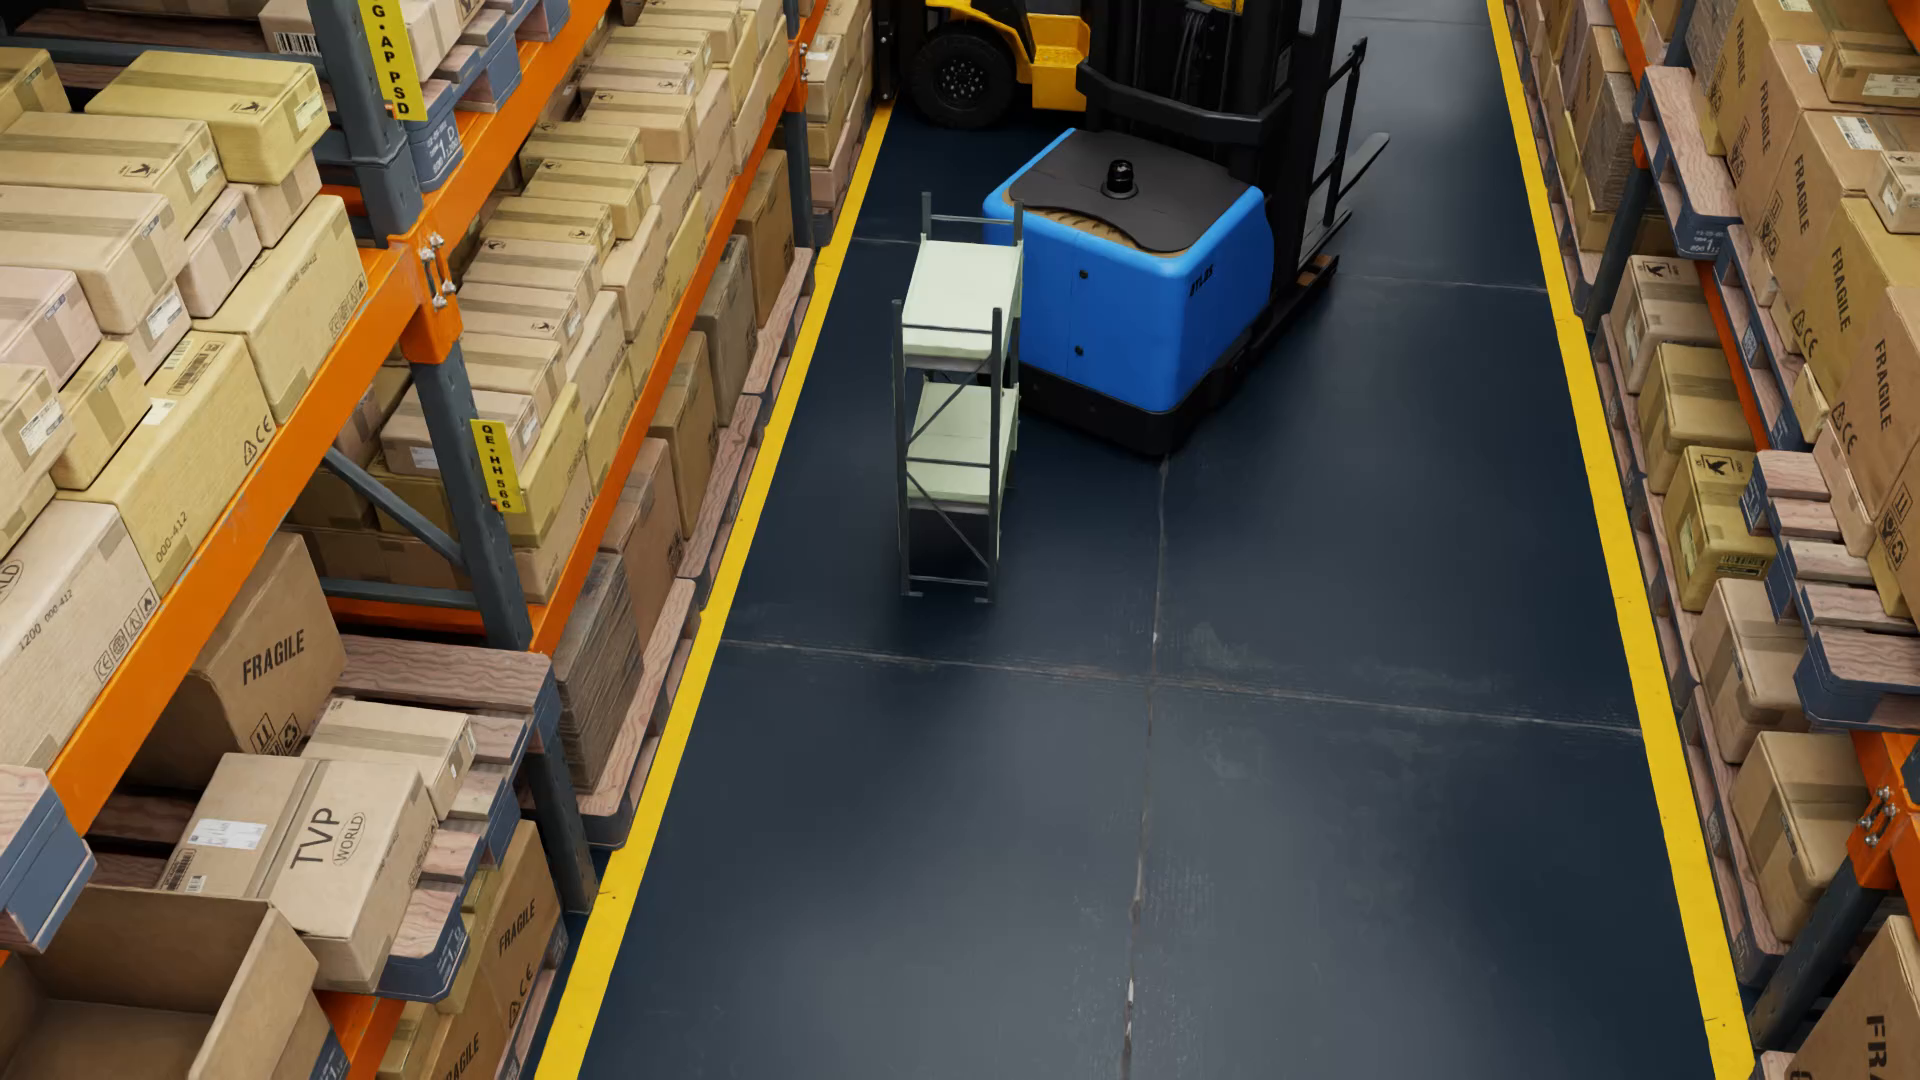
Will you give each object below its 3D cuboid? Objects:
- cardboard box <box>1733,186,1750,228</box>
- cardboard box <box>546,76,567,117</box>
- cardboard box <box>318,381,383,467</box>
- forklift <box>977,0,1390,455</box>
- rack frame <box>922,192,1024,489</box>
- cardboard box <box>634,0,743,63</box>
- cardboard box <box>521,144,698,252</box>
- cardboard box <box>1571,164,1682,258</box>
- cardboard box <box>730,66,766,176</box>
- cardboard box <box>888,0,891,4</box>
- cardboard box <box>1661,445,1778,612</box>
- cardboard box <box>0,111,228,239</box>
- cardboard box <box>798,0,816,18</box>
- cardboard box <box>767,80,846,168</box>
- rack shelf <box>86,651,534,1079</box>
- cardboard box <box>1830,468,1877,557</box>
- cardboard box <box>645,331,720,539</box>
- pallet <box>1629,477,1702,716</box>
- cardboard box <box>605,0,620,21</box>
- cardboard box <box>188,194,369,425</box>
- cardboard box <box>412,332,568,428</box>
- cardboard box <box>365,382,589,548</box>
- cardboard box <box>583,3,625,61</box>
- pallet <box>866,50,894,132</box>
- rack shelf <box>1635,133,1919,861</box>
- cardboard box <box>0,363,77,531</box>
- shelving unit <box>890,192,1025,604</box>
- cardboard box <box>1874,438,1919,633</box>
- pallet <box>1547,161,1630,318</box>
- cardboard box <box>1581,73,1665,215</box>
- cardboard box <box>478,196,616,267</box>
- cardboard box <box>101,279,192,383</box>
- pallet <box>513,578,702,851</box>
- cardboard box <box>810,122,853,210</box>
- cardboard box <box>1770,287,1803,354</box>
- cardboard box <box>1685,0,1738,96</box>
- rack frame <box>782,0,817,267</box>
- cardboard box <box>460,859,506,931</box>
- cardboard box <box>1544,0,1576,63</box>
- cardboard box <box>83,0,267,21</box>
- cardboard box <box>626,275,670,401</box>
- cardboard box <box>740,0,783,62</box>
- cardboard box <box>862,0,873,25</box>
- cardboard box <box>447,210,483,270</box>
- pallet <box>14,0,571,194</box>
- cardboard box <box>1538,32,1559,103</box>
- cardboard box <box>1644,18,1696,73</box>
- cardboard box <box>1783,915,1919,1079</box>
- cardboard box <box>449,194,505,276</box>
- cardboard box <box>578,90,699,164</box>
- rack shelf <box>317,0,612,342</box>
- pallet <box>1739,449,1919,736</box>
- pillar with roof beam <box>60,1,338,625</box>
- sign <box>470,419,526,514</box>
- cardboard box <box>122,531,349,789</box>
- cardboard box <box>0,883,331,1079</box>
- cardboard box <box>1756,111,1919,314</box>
[{"bbox_3d":[3.189,-1.298,6.339,0.380,0.149,0.250,6,44,6],"label":"cardboard box"},{"bbox_3d":[-1.746,-1.762,6.407,0.380,0.149,0.250,5,44,5],"label":"cardboard box"},{"bbox_3d":[-1.952,-0.360,4.926,0.380,0.149,0.250,7,44,7],"label":"cardboard box"},{"bbox_3d":[1.310,-2.440,7.717,1.130,2.935,3.031,24,49,23],"label":"forklift"},{"bbox_3d":[0.049,-0.799,7.025,0.400,1.500,0.023,5,44,6],"label":"rack frame"},{"bbox_3d":[-1.095,-2.062,6.724,0.380,0.149,0.250,4,44,4],"label":"cardboard box"},{"bbox_3d":[-1.297,-1.302,6.211,0.500,0.250,0.500,6,44,6],"label":"cardboard box"},{"bbox_3d":[3.466,-1.707,8.588,0.500,0.250,0.500,7,44,7],"label":"cardboard box"},{"bbox_3d":[-1.134,-1.809,7.111,0.500,0.250,0.500,5,44,5],"label":"cardboard box"},{"bbox_3d":[-0.686,-3.241,9.844,0.500,0.250,0.500,5,44,5],"label":"cardboard box"},{"bbox_3d":[3.406,-0.002,6.698,0.950,0.372,0.625,7,44,7],"label":"cardboard box"},{"bbox_3d":[-1.687,-0.705,3.256,0.380,0.149,0.250,4,44,4],"label":"cardboard box"},{"bbox_3d":[-0.949,-2.889,8.069,0.500,0.500,0.500,4,44,4],"label":"cardboard box"},{"bbox_3d":[-0.896,-2.211,8.757,0.500,0.250,0.500,5,44,5],"label":"cardboard box"},{"bbox_3d":[-2.059,1.776,3.738,1.077,0.370,4.000,5,44,6],"label":"rack shelf"},{"bbox_3d":[2.888,-0.071,5.042,0.380,0.149,0.250,5,44,5],"label":"cardboard box"},{"bbox_3d":[-1.531,-0.467,7.006,0.875,0.625,0.625,4,44,4],"label":"cardboard box"},{"bbox_3d":[3.394,0.251,6.853,1.003,0.211,1.213,5,44,6],"label":"pallet"},{"bbox_3d":[-1.646,-2.278,6.952,0.380,0.149,0.250,5,44,5],"label":"cardboard box"},{"bbox_3d":[-1.622,-0.511,3.558,0.500,0.250,0.500,4,44,4],"label":"cardboard box"},{"bbox_3d":[-1.427,-0.493,5.066,0.380,0.149,0.250,6,44,6],"label":"cardboard box"},{"bbox_3d":[-1.469,-0.253,5.103,0.500,0.250,0.500,5,44,5],"label":"cardboard box"},{"bbox_3d":[-1.664,-2.037,6.988,0.500,0.250,0.500,5,44,5],"label":"cardboard box"},{"bbox_3d":[-0.961,-2.934,10.217,1.003,0.211,1.213,5,44,6],"label":"pallet"},{"bbox_3d":[3.390,-0.501,6.143,1.077,0.370,4.000,5,44,6],"label":"rack shelf"},{"bbox_3d":[-1.688,-0.162,2.683,0.380,0.149,0.250,4,44,5],"label":"cardboard box"},{"bbox_3d":[0.001,-0.549,6.761,0.431,1.500,0.755,5,44,6],"label":"shelving unit"},{"bbox_3d":[2.910,-0.031,4.529,0.500,0.500,0.500,4,44,4],"label":"cardboard box"},{"bbox_3d":[3.708,-1.574,8.781,1.003,0.211,1.213,5,44,6],"label":"pallet"},{"bbox_3d":[3.467,-1.980,8.330,0.500,0.500,0.500,5,44,5],"label":"cardboard box"},{"bbox_3d":[-1.393,-1.023,5.627,0.380,0.149,0.250,6,44,6],"label":"cardboard box"},{"bbox_3d":[-1.717,-0.413,3.164,0.380,0.149,0.250,6,44,6],"label":"cardboard box"},{"bbox_3d":[-1.647,0.607,6.478,1.003,0.211,1.213,5,44,6],"label":"pallet"},{"bbox_3d":[-0.874,-2.028,8.927,0.500,0.250,0.500,6,44,6],"label":"cardboard box"},{"bbox_3d":[3.062,-0.769,5.780,0.380,0.149,0.250,4,44,4],"label":"cardboard box"},{"bbox_3d":[3.308,-2.129,6.745,0.500,0.500,0.500,6,44,7],"label":"cardboard box"},{"bbox_3d":[-1.266,-2.574,7.809,1.000,3.000,0.127,5,44,6],"label":"rack frame"},{"bbox_3d":[-1.609,1.031,5.042,0.380,0.149,0.250,3,44,3],"label":"cardboard box"},{"bbox_3d":[3.661,-3.039,9.449,0.500,0.500,0.500,6,44,6],"label":"cardboard box"},{"bbox_3d":[-1.953,-1.589,4.318,0.500,0.250,0.500,5,44,6],"label":"cardboard box"},{"bbox_3d":[-1.361,-0.768,6.011,0.500,0.250,0.500,4,44,4],"label":"cardboard box"},{"bbox_3d":[-1.078,-2.343,7.311,0.500,0.250,0.500,4,44,5],"label":"cardboard box"},{"bbox_3d":[-0.759,-3.080,9.311,0.500,0.250,0.500,7,44,7],"label":"cardboard box"},{"bbox_3d":[-1.859,-1.064,5.670,0.380,0.149,0.250,5,44,5],"label":"cardboard box"},{"bbox_3d":[-1.794,-1.339,4.461,1.213,0.211,1.003,7,44,7],"label":"pallet"},{"bbox_3d":[3.668,-2.761,9.701,0.500,0.250,0.500,8,44,8],"label":"cardboard box"},{"bbox_3d":[3.395,-2.281,7.682,0.380,0.149,0.250,5,44,5],"label":"cardboard box"},{"bbox_3d":[2.952,1.683,4.553,0.875,0.875,0.875,5,44,5],"label":"cardboard box"},{"bbox_3d":[-1.876,-0.996,5.888,0.500,0.250,0.500,5,44,5],"label":"cardboard box"},{"bbox_3d":[-1.189,-1.532,6.164,0.380,0.149,0.250,4,44,4],"label":"cardboard box"},{"bbox_3d":[-1.530,-2.039,5.586,1.077,0.370,4.000,5,44,6],"label":"rack shelf"},{"bbox_3d":[3.114,0.175,5.046,1.213,0.211,1.003,5,44,6],"label":"pallet"},{"bbox_3d":[1.751,-2.606,3.479,9.100,9.000,0.400,5,44,6],"label":"pillar with roof beam"},{"bbox_3d":[-1.256,-0.197,4.514,0.100,0.325,0.005,5,44,6],"label":"sign"},{"bbox_3d":[-2.018,0.300,4.396,0.500,0.500,0.500,7,44,7],"label":"cardboard box"},{"bbox_3d":[-1.827,1.091,3.558,0.797,0.503,0.637,4,44,5],"label":"cardboard box"},{"bbox_3d":[3.107,-1.101,5.659,0.500,0.500,0.500,4,44,4],"label":"cardboard box"}]
